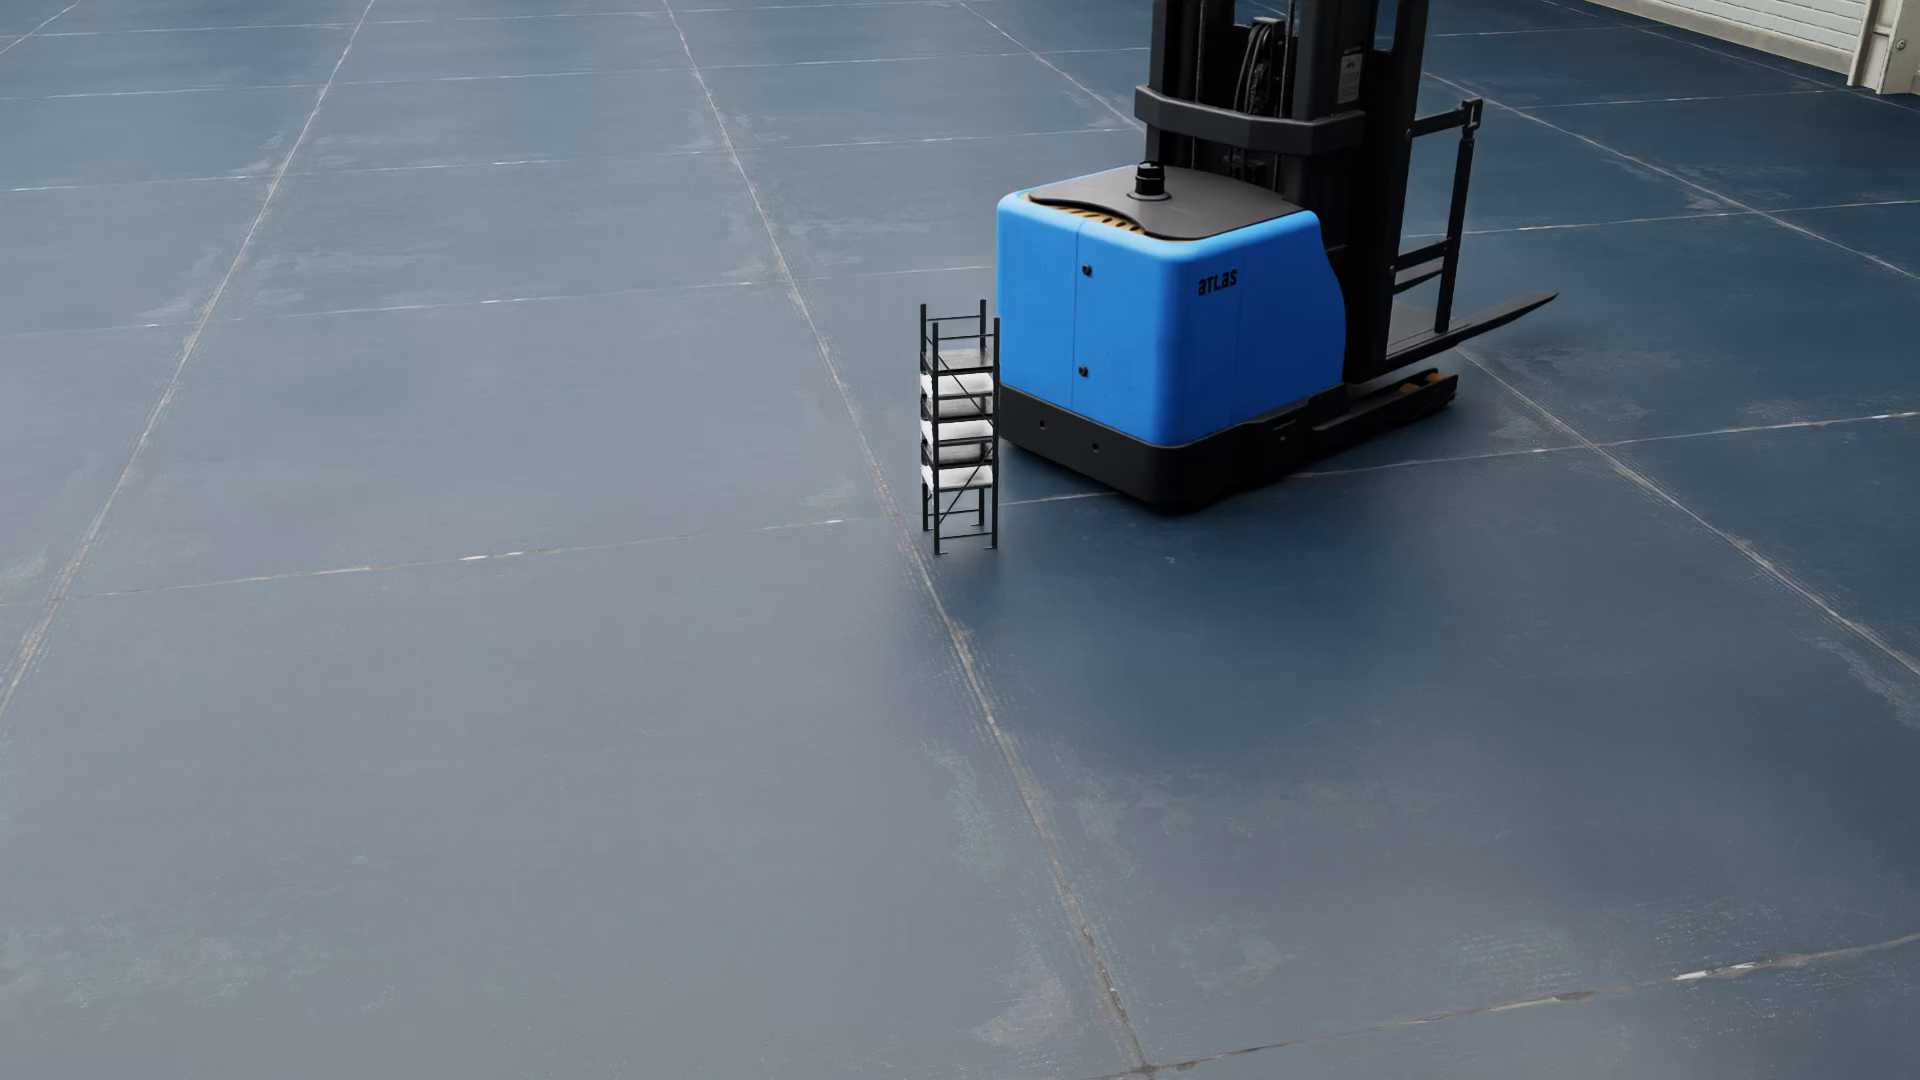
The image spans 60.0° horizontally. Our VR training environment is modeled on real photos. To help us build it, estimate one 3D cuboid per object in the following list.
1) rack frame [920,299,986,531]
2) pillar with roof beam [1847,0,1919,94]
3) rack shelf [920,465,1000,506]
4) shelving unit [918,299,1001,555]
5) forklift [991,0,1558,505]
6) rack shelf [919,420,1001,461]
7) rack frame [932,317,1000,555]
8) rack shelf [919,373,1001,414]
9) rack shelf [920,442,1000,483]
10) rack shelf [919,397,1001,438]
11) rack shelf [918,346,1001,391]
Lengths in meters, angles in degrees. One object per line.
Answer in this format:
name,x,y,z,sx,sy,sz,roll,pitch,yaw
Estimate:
rack frame,-0.025,-0.450,6.143,0.240,0.900,0.006,-6,27,-12
pillar with roof beam,3.289,-7.257,10.641,9.100,9.000,0.400,-6,27,-12
rack shelf,-0.002,-0.215,6.150,0.258,0.077,0.200,-6,27,-12
shelving unit,-0.002,-0.405,6.054,0.258,0.900,0.210,-6,27,-12
forklift,1.573,-1.984,6.928,3.031,2.935,1.130,-22,34,-36
rack shelf,-0.002,-0.376,6.069,0.258,0.077,0.200,-6,27,-12
rack frame,0.021,-0.361,5.966,0.240,0.900,0.006,-6,27,-12
rack shelf,-0.002,-0.536,5.988,0.258,0.077,0.200,-6,27,-12
rack shelf,-0.002,-0.295,6.110,0.258,0.077,0.200,-6,27,-12
rack shelf,-0.002,-0.456,6.029,0.258,0.077,0.200,-6,27,-12
rack shelf,-0.002,-0.617,5.948,0.258,0.077,0.200,-6,27,-12
